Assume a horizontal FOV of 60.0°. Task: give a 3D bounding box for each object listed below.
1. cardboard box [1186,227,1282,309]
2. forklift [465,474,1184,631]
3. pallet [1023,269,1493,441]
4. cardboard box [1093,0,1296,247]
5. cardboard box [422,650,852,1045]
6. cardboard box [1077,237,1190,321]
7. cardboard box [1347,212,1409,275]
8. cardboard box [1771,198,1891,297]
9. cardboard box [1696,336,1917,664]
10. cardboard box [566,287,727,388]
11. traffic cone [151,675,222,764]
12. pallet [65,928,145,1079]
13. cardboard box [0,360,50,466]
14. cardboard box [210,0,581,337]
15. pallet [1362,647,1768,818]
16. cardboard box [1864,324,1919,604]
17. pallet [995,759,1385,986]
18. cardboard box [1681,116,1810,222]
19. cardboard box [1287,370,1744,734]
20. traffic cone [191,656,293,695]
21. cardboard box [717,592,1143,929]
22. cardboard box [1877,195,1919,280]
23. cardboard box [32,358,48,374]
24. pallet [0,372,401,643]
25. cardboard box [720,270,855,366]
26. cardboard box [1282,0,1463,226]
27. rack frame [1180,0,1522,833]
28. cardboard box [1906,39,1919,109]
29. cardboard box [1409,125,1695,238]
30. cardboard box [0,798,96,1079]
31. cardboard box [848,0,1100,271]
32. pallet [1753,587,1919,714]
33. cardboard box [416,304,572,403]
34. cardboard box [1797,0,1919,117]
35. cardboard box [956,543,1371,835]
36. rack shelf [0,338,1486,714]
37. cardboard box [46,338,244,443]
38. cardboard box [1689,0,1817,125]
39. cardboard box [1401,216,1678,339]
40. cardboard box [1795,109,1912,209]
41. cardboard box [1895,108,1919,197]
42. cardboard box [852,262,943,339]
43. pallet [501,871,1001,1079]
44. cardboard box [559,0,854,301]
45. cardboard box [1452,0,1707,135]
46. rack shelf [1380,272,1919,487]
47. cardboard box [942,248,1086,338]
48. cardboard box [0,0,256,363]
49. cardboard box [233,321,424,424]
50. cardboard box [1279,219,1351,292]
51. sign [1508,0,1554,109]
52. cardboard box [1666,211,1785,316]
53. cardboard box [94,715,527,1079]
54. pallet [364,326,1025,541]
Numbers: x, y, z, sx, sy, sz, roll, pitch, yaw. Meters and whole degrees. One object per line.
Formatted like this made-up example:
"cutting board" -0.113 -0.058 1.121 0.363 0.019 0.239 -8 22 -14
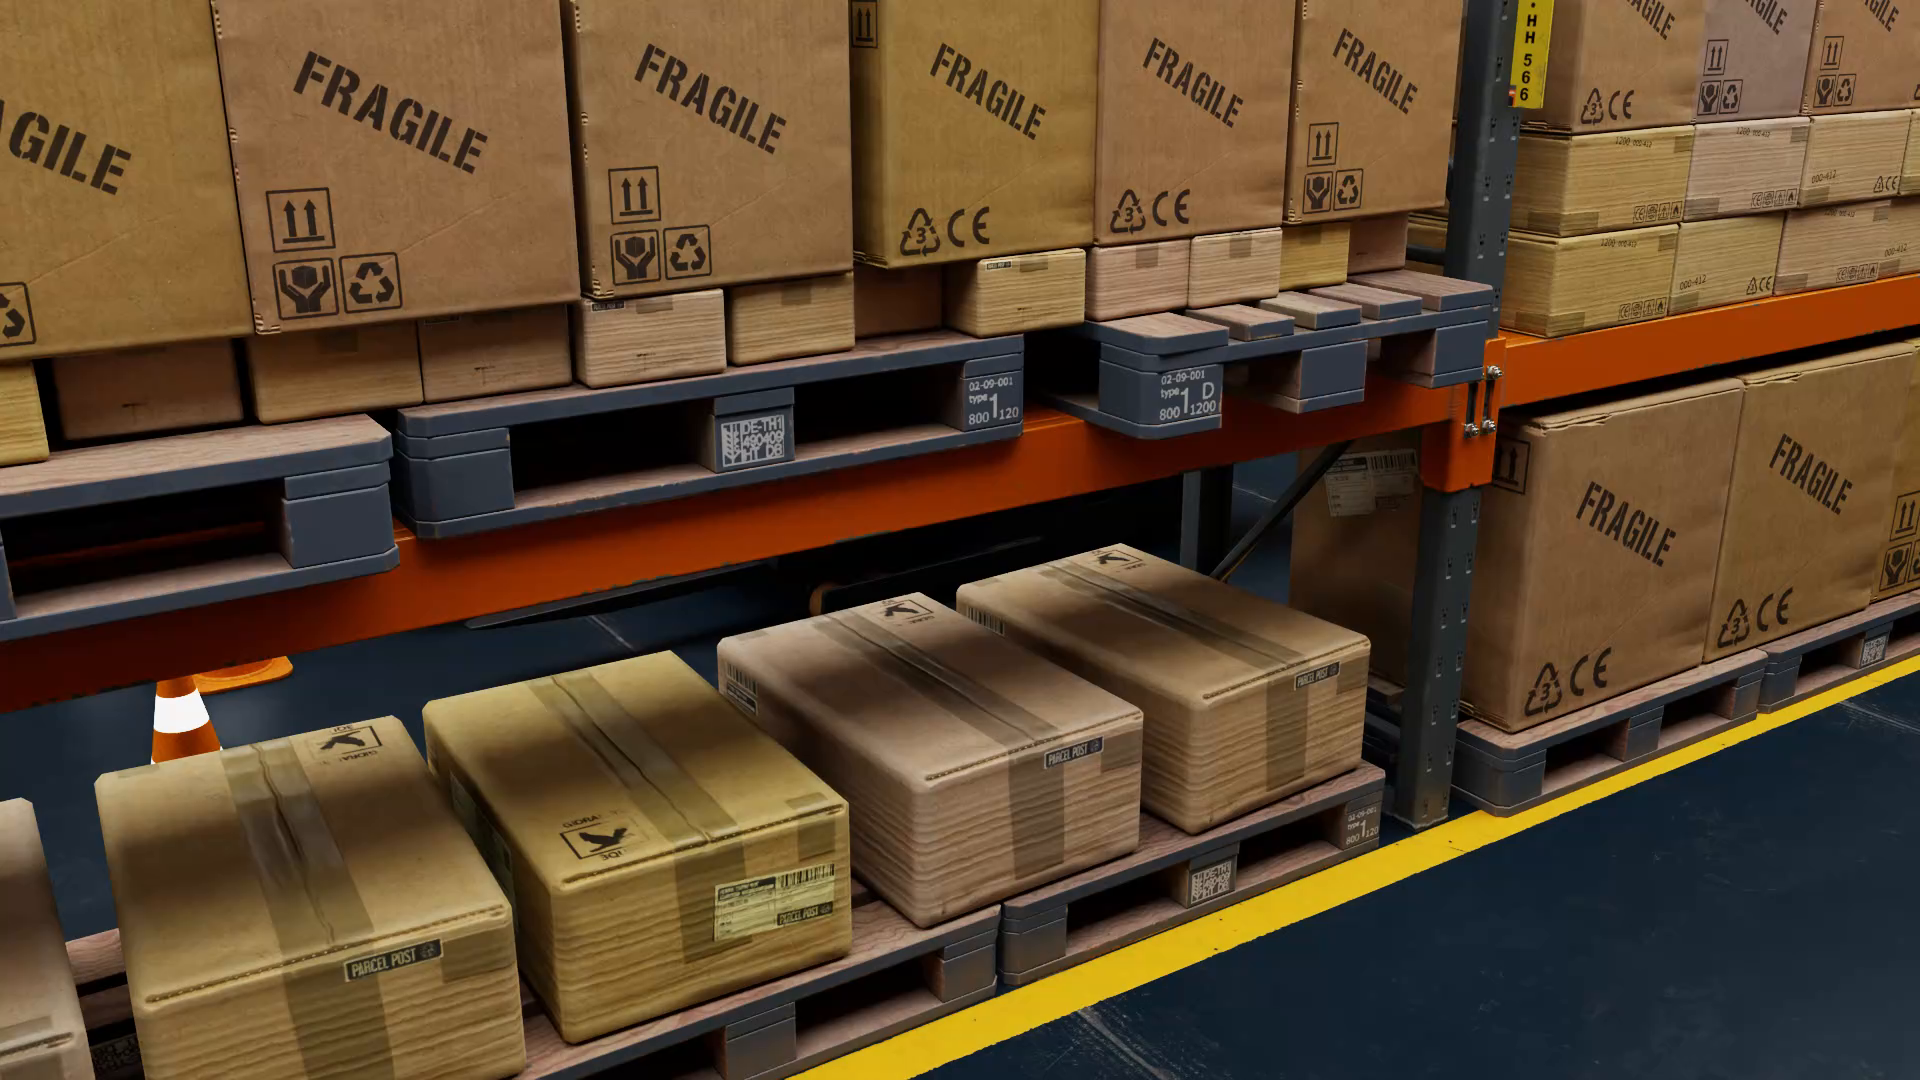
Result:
"cardboard box" 0.479 -0.620 3.631 0.250 0.149 0.380 -12 22 -32
"forklift" -0.509 -1.270 5.924 3.031 2.935 1.130 -13 23 -34
"pallet" 0.457 -0.539 3.954 1.003 0.211 1.213 -12 22 -31
"cardboard box" 0.341 -0.922 3.513 0.500 0.500 0.500 -12 22 -32
"cardboard box" -0.733 0.623 3.665 0.625 0.372 0.950 -11 22 -30
"cardboard box" 0.264 -0.578 3.506 0.250 0.149 0.380 -13 23 -34
"cardboard box" 0.849 -0.743 3.995 0.250 0.149 0.380 -11 22 -29
"cardboard box" 2.401 -0.917 5.009 0.500 0.250 0.500 -11 22 -30
"cardboard box" 2.363 -0.231 5.407 0.875 0.875 0.875 -12 22 -31
"cardboard box" -0.608 -0.394 2.963 0.250 0.149 0.380 -11 22 -29
"traffic cone" -2.082 0.530 4.455 0.334 0.463 0.336 -12 22 -31
"pallet" -1.698 1.104 3.148 1.213 0.211 1.003 -12 22 -31
"cardboard box" -1.499 -0.213 2.429 0.250 0.149 0.380 -11 22 -30
"cardboard box" -0.960 -0.644 2.689 0.500 0.500 0.500 -12 22 -32
"pallet" 1.693 0.419 5.177 1.213 0.211 1.003 -12 22 -31
"cardboard box" 3.110 -0.389 5.873 0.875 0.875 0.875 -11 22 -30
"pallet" 0.340 0.675 4.419 1.213 0.211 1.003 -12 22 -31
"cardboard box" 1.984 -1.063 4.660 0.500 0.250 0.500 -11 22 -30
"cardboard box" 1.616 -0.075 4.946 0.875 0.875 0.875 -12 22 -32
"traffic cone" -2.390 0.211 5.397 0.334 0.463 0.336 -12 22 -31
"cardboard box" -0.096 0.491 4.055 0.625 0.372 0.950 -12 22 -32
"cardboard box" 2.811 -1.005 5.269 0.500 0.250 0.500 -12 22 -31
"cardboard box" -1.644 -0.420 3.040 0.250 0.149 0.380 -12 22 -32
"pallet" -1.629 -0.084 2.609 1.213 0.211 1.003 -12 22 -31
"cardboard box" -0.402 -0.449 3.125 0.250 0.149 0.380 -13 22 -33
"cardboard box" 0.766 -1.016 3.791 0.500 0.500 0.500 -13 22 -33
"rack frame" 0.993 -0.784 4.379 0.127 3.000 1.000 -12 22 -31
"cardboard box" 2.812 -1.591 5.050 0.500 0.500 0.500 -12 22 -31
"cardboard box" 1.552 -0.973 4.391 0.500 0.250 0.500 -12 22 -32
"cardboard box" -1.911 0.874 2.924 0.625 0.372 0.950 -12 22 -31
"cardboard box" -0.080 -0.833 3.249 0.500 0.500 0.500 -14 23 -35
"pallet" 2.711 0.205 5.808 1.213 0.211 1.003 -12 22 -31
"cardboard box" -0.859 -0.361 2.865 0.250 0.149 0.380 -12 22 -31
"cardboard box" 2.389 -1.503 4.790 0.500 0.500 0.500 -11 22 -30
"cardboard box" 0.516 0.359 4.446 0.625 0.372 0.950 -14 23 -35
"rack shelf" -0.677 -0.090 3.452 4.000 0.370 1.077 -12 22 -31
"cardboard box" -1.304 -0.284 2.637 0.250 0.149 0.380 -10 21 -28
"cardboard box" 1.949 -1.416 4.532 0.500 0.500 0.500 -12 22 -31
"cardboard box" 1.540 -0.731 4.459 0.500 0.250 0.500 -12 22 -32
"cardboard box" 2.408 -1.148 4.910 0.500 0.250 0.500 -12 22 -32
"cardboard box" 2.838 -1.234 5.164 0.500 0.250 0.500 -11 22 -30
"cardboard box" -0.237 -0.515 3.321 0.250 0.149 0.380 -12 22 -31
"pallet" -0.678 0.888 3.788 1.213 0.211 1.003 -12 22 -31
"cardboard box" -0.537 -0.737 2.966 0.500 0.500 0.500 -13 23 -34
"cardboard box" 1.540 -1.326 4.266 0.500 0.500 0.500 -13 22 -33
"rack shelf" 2.664 -0.795 5.536 4.000 0.370 1.077 -12 22 -31
"cardboard box" 0.042 -0.525 3.352 0.250 0.149 0.380 -11 22 -30
"cardboard box" -1.380 -0.560 2.443 0.500 0.500 0.500 -12 22 -31
"cardboard box" -1.066 -0.318 2.738 0.250 0.149 0.380 -12 22 -31
"cardboard box" 0.665 -0.676 3.798 0.250 0.149 0.380 -12 22 -31
"sign" 1.300 -1.151 3.782 0.005 0.325 0.100 -12 22 -31
"cardboard box" 1.959 -0.827 4.740 0.500 0.250 0.500 -13 22 -33
"cardboard box" -1.312 0.746 3.301 0.625 0.372 0.950 -10 21 -28
"pallet" -0.638 -0.333 3.346 1.213 0.211 1.003 -12 22 -31
